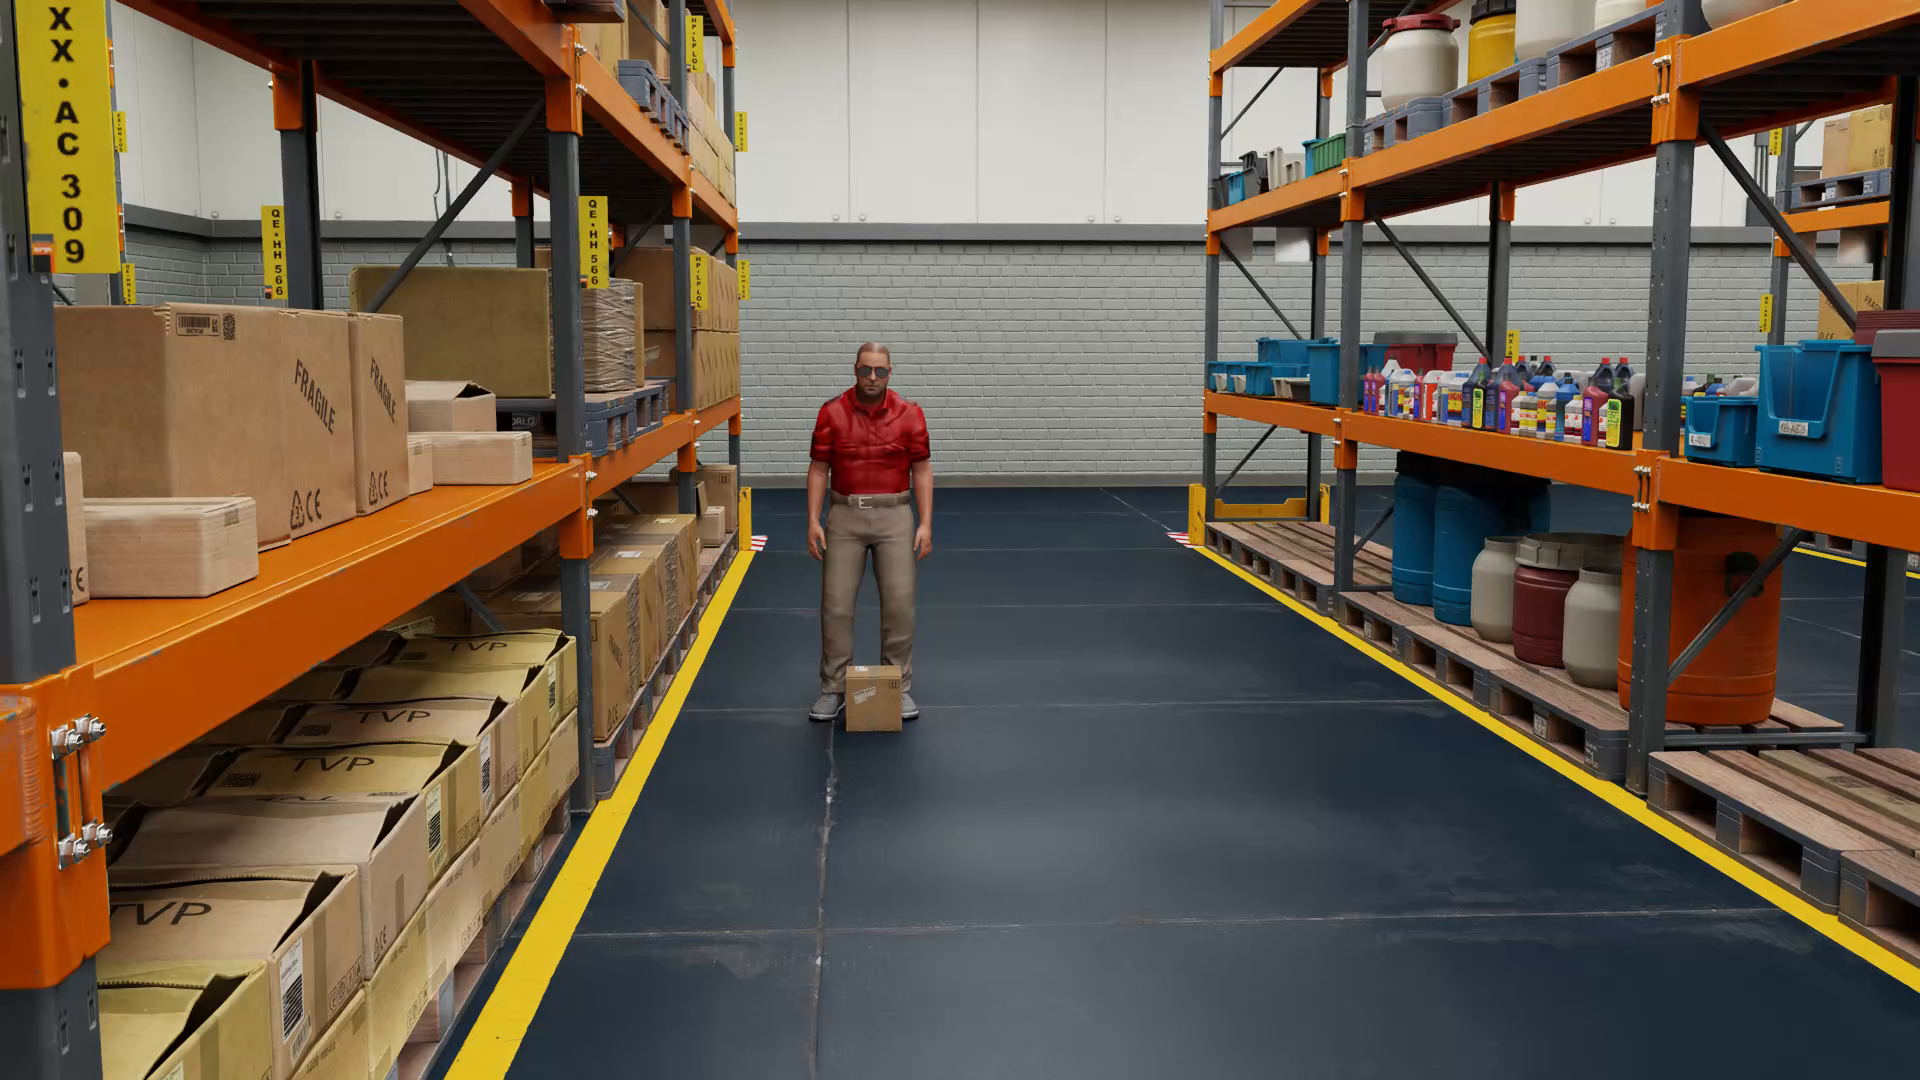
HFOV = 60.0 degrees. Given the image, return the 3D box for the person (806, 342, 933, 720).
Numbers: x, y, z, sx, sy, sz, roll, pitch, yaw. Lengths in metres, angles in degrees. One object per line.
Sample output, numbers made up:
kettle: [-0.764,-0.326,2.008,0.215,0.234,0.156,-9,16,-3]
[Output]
person: [-0.416,-0.048,7.697,0.586,1.727,0.393,0,7,-3]
